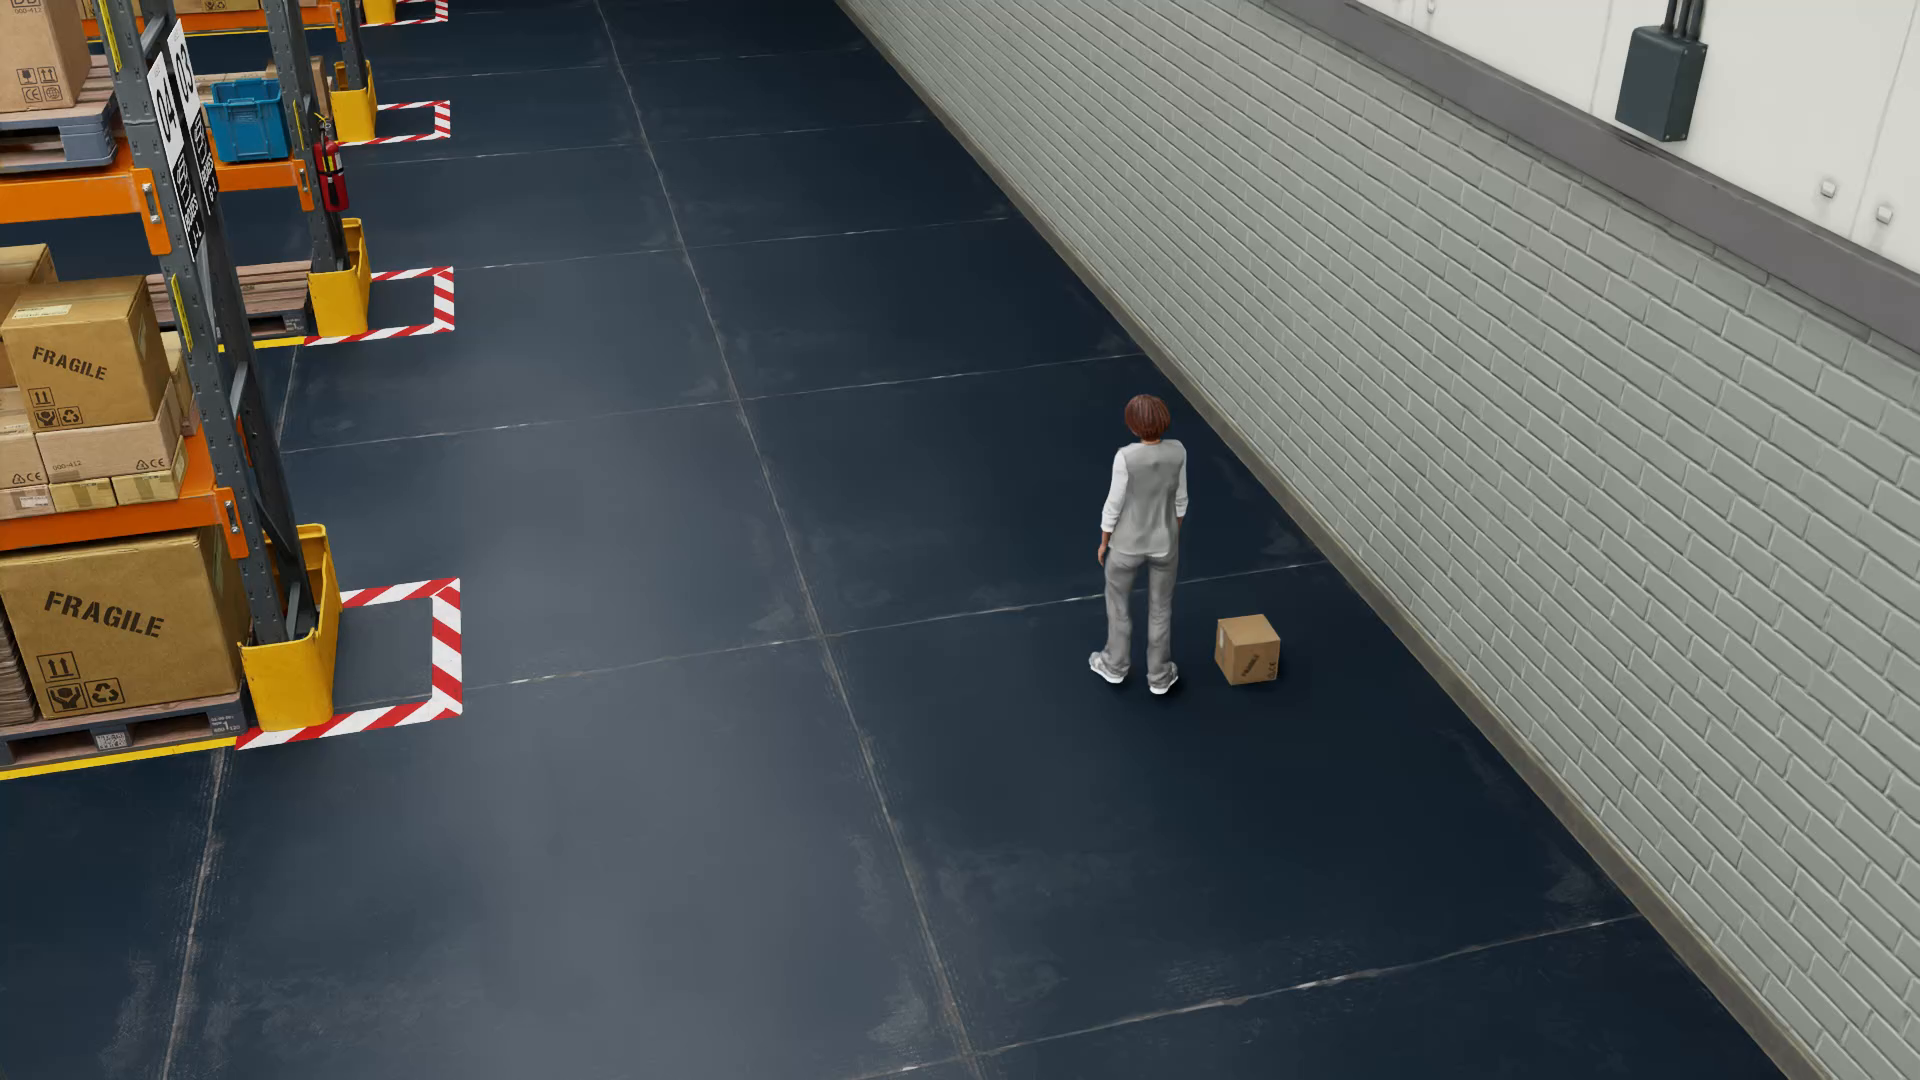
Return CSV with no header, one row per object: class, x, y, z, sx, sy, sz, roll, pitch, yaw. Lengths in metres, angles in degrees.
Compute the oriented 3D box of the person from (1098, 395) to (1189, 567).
person,0.893,-0.263,7.984,0.435,0.925,0.328,-5,31,-9
